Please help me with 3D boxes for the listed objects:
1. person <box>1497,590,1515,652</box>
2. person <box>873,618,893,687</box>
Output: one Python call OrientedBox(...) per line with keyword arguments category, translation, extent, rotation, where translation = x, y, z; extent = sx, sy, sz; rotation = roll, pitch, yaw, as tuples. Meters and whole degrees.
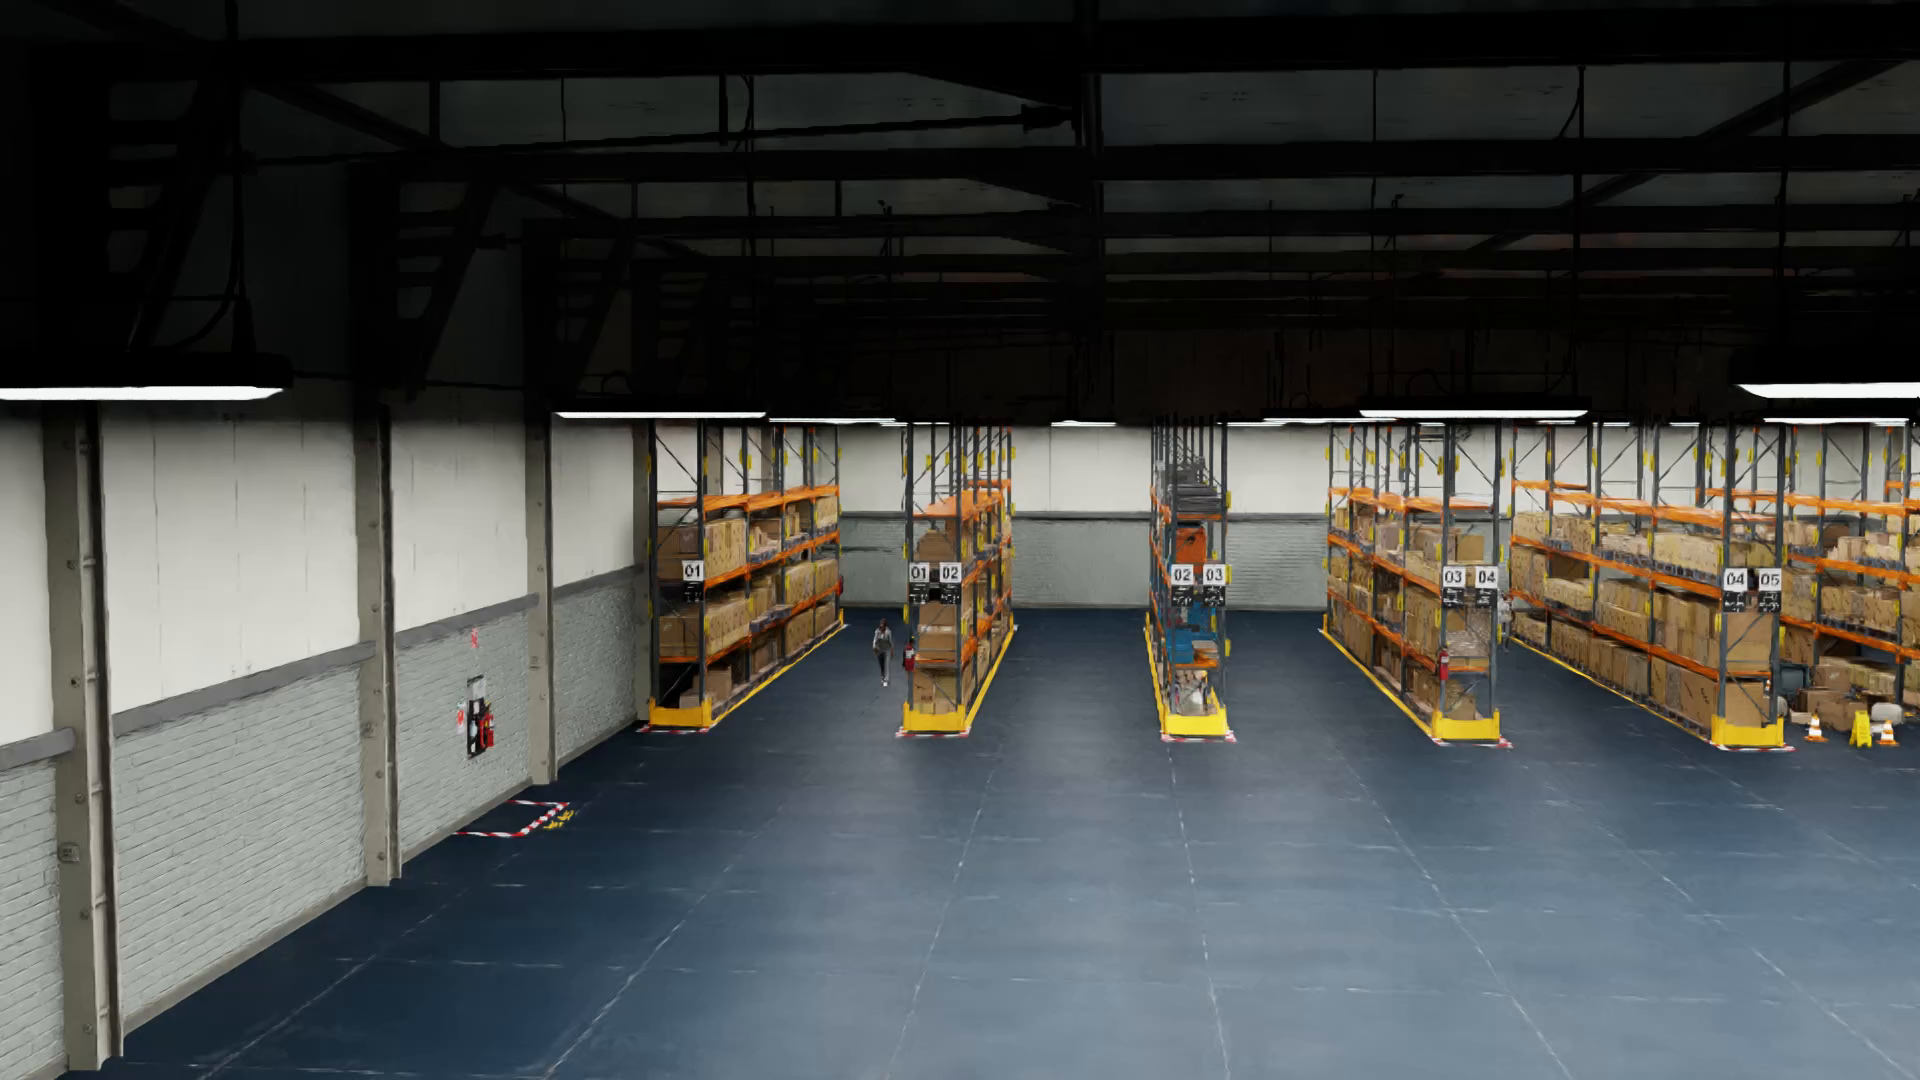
OrientedBox(category="person", translation=(13.887, 2.059, 42.515), extent=(0.592, 1.625, 0.528), rotation=(0, 4, 3))
OrientedBox(category="person", translation=(-1.709, 2.468, 36.889), extent=(0.417, 1.517, 1.037), rotation=(1, 4, 8))
